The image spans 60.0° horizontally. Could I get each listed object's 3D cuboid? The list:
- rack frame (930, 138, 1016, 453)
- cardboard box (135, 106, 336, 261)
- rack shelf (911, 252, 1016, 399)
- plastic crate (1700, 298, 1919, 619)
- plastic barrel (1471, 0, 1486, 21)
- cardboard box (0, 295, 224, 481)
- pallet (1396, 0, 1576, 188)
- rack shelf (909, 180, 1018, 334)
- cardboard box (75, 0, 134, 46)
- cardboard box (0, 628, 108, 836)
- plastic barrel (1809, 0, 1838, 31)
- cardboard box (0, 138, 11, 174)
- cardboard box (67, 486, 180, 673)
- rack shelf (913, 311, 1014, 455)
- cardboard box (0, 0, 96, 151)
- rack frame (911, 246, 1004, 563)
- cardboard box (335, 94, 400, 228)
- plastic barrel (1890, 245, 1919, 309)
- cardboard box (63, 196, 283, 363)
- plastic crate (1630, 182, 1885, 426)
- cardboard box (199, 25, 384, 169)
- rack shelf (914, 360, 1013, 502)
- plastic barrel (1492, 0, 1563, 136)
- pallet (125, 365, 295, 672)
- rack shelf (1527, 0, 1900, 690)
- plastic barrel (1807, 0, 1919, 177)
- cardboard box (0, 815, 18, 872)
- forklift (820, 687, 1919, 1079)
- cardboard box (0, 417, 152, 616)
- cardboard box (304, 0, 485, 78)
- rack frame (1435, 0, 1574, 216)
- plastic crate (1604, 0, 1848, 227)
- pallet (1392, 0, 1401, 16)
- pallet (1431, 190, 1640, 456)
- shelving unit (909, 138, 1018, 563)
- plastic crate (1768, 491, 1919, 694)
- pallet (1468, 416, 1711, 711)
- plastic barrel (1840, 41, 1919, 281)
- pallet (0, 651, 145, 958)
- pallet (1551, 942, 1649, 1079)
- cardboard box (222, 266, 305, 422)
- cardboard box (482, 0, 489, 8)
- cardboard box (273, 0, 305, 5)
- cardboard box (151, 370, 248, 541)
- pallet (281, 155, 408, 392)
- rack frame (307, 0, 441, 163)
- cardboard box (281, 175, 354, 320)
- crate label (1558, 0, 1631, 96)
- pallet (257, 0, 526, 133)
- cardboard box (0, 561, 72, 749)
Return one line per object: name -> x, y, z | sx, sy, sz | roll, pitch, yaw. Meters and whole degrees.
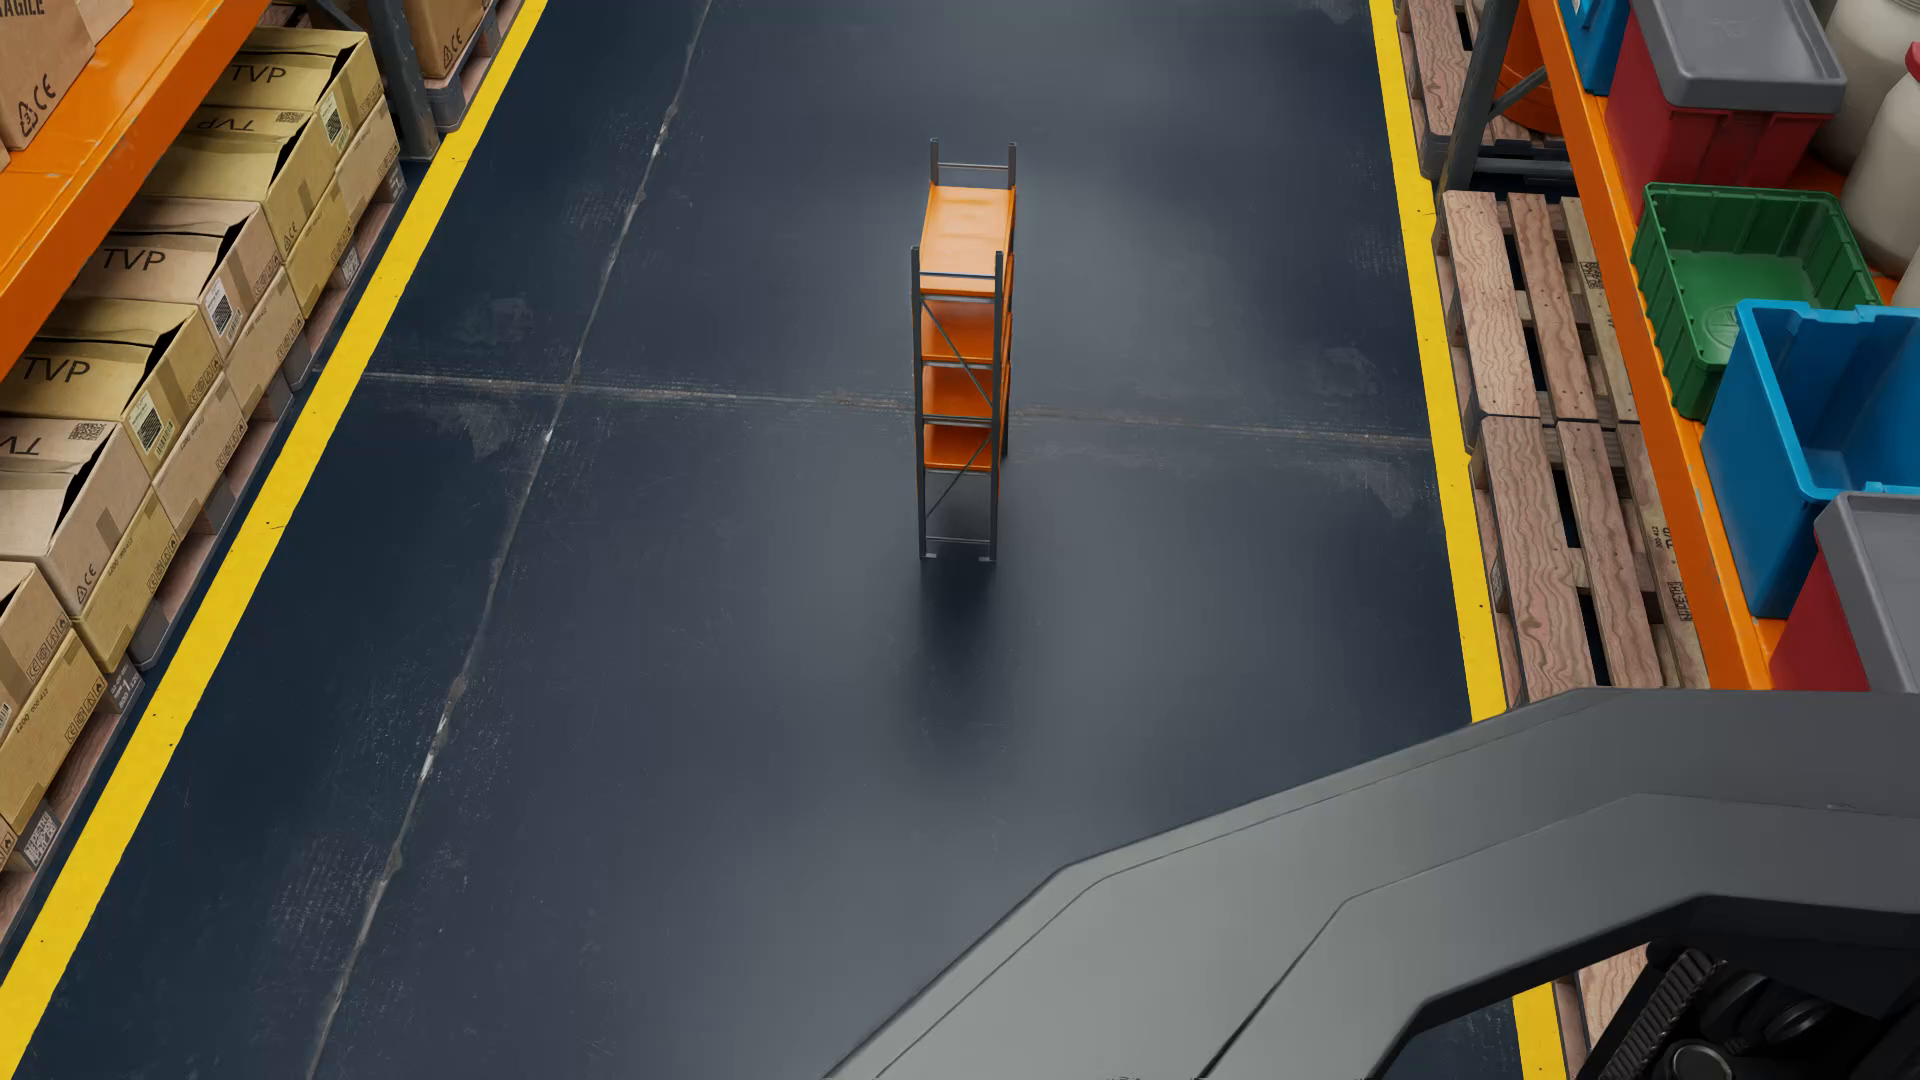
rack frame -> 0.037, -0.706, 5.083 | 0.240, 1.200, 0.015 | 4, 48, 4
cardboard box -> -2.439, -1.214, 5.526 | 0.500, 0.311, 0.500 | 3, 48, 3
rack shelf -> 0.015, -0.632, 4.803 | 0.258, 0.148, 0.480 | 4, 48, 4
plastic crate -> 1.763, -0.145, 3.361 | 0.392, 0.384, 0.575 | 4, 48, 4
plastic barrel -> 2.327, -2.342, 6.761 | 0.421, 0.512, 0.421 | 0, 48, 0
cardboard box -> -2.536, -0.475, 4.850 | 0.500, 0.311, 0.500 | 5, 48, 5
pallet -> 2.367, -1.900, 6.844 | 1.003, 0.211, 1.213 | 4, 48, 4
rack shelf -> 0.015, -0.792, 4.629 | 0.258, 0.148, 0.480 | 4, 48, 4
cardboard box -> -2.656, -1.569, 4.822 | 0.380, 0.149, 0.250 | 7, 48, 6
cardboard box -> -2.629, 0.476, 4.361 | 0.500, 0.250, 0.500 | 5, 48, 5
plastic barrel -> 2.456, -1.526, 4.537 | 0.421, 0.512, 0.421 | 0, 48, 0
cardboard box -> -2.780, -1.007, 4.071 | 0.500, 0.500, 0.500 | 4, 48, 4
cardboard box -> -2.584, 0.095, 4.709 | 0.500, 0.250, 0.500 | 3, 48, 2
rack shelf -> 0.015, -0.481, 4.968 | 0.258, 0.148, 0.480 | 4, 48, 4
cardboard box -> -2.732, -1.394, 4.425 | 0.500, 0.500, 0.500 | 2, 48, 1
rack frame -> -0.007, -0.347, 4.755 | 0.240, 1.200, 0.015 | 4, 48, 4
cardboard box -> -2.401, -1.405, 6.081 | 0.500, 0.250, 0.500 | 5, 48, 4
plastic barrel -> 2.345, -0.593, 3.667 | 0.433, 0.535, 0.433 | 0, 48, 0
cardboard box -> -2.488, -0.843, 5.187 | 0.500, 0.311, 0.500 | 4, 48, 3
plastic crate -> 1.850, -0.546, 3.861 | 0.450, 0.188, 0.662 | 4, 48, 4
cardboard box -> -2.398, -1.596, 5.876 | 0.500, 0.311, 0.500 | 5, 48, 5
rack shelf -> 0.015, -0.347, 5.115 | 0.258, 0.148, 0.480 | 4, 48, 4
plastic barrel -> 2.364, -2.029, 6.259 | 0.600, 0.830, 0.708 | 4, 48, 4
pallet -> -2.823, -0.157, 5.251 | 1.003, 0.211, 1.213 | 4, 48, 4
rack shelf -> 2.154, -0.546, 4.204 | 1.077, 0.370, 4.000 | 4, 48, 4
plastic barrel -> 2.417, -1.216, 4.254 | 0.421, 0.512, 0.421 | 0, 48, 0
cardboard box -> -2.677, 0.851, 4.017 | 0.500, 0.250, 0.500 | 3, 48, 3
forklift -> 0.593, 1.641, 1.762 | 1.130, 2.935, 3.031 | -16, 50, -14
cardboard box -> -2.578, -0.093, 4.501 | 0.500, 0.311, 0.500 | 2, 48, 2
cardboard box -> -2.270, -2.215, 6.639 | 0.500, 0.500, 0.500 | 6, 48, 5
rack frame -> 2.337, -2.259, 5.283 | 1.000, 3.000, 0.127 | 4, 48, 4
plastic crate -> 1.885, -1.113, 4.192 | 0.402, 0.464, 0.583 | 4, 48, 4
pallet -> 2.481, -2.794, 7.662 | 1.003, 0.211, 1.213 | 4, 48, 4
pallet -> 2.227, -0.751, 5.794 | 1.003, 0.211, 1.213 | 4, 48, 4
shelving unit -> 0.015, -0.527, 4.919 | 0.258, 1.200, 0.503 | 4, 48, 4
plastic crate -> 1.712, 0.283, 2.915 | 0.402, 0.464, 0.583 | 4, 48, 4
pallet -> 2.114, 0.143, 4.976 | 1.003, 0.211, 1.213 | 4, 48, 4
plastic barrel -> 2.384, -0.910, 3.958 | 0.433, 0.535, 0.433 | 0, 48, 0
pallet -> -2.932, 0.742, 4.428 | 1.003, 0.211, 1.213 | 4, 48, 4
pallet -> 2.005, 1.042, 4.154 | 1.003, 0.211, 1.213 | 4, 48, 4
cardboard box -> -2.493, -0.657, 5.397 | 0.500, 0.250, 0.500 | 5, 48, 4
cardboard box -> -2.228, -2.600, 6.991 | 0.500, 0.500, 0.500 | 2, 48, 2
cardboard box -> -2.744, -2.602, 6.993 | 0.500, 0.500, 0.500 | 6, 48, 5
cardboard box -> -2.537, -0.279, 5.051 | 0.500, 0.250, 0.500 | 5, 48, 4
pallet -> -2.710, -1.051, 6.068 | 1.003, 0.211, 1.213 | 4, 48, 4
rack frame -> -2.596, -2.594, 5.590 | 1.000, 3.000, 0.127 | 4, 48, 4
cardboard box -> -2.444, -1.026, 5.735 | 0.500, 0.250, 0.500 | 3, 48, 3
crate label -> 1.977, -1.559, 4.619 | 0.502, 0.435, 0.616 | 4, 48, 4
pallet -> -2.490, -2.199, 7.119 | 1.003, 0.211, 1.213 | 4, 48, 4
cardboard box -> -2.624, 0.287, 4.153 | 0.500, 0.311, 0.500 | 3, 48, 3
